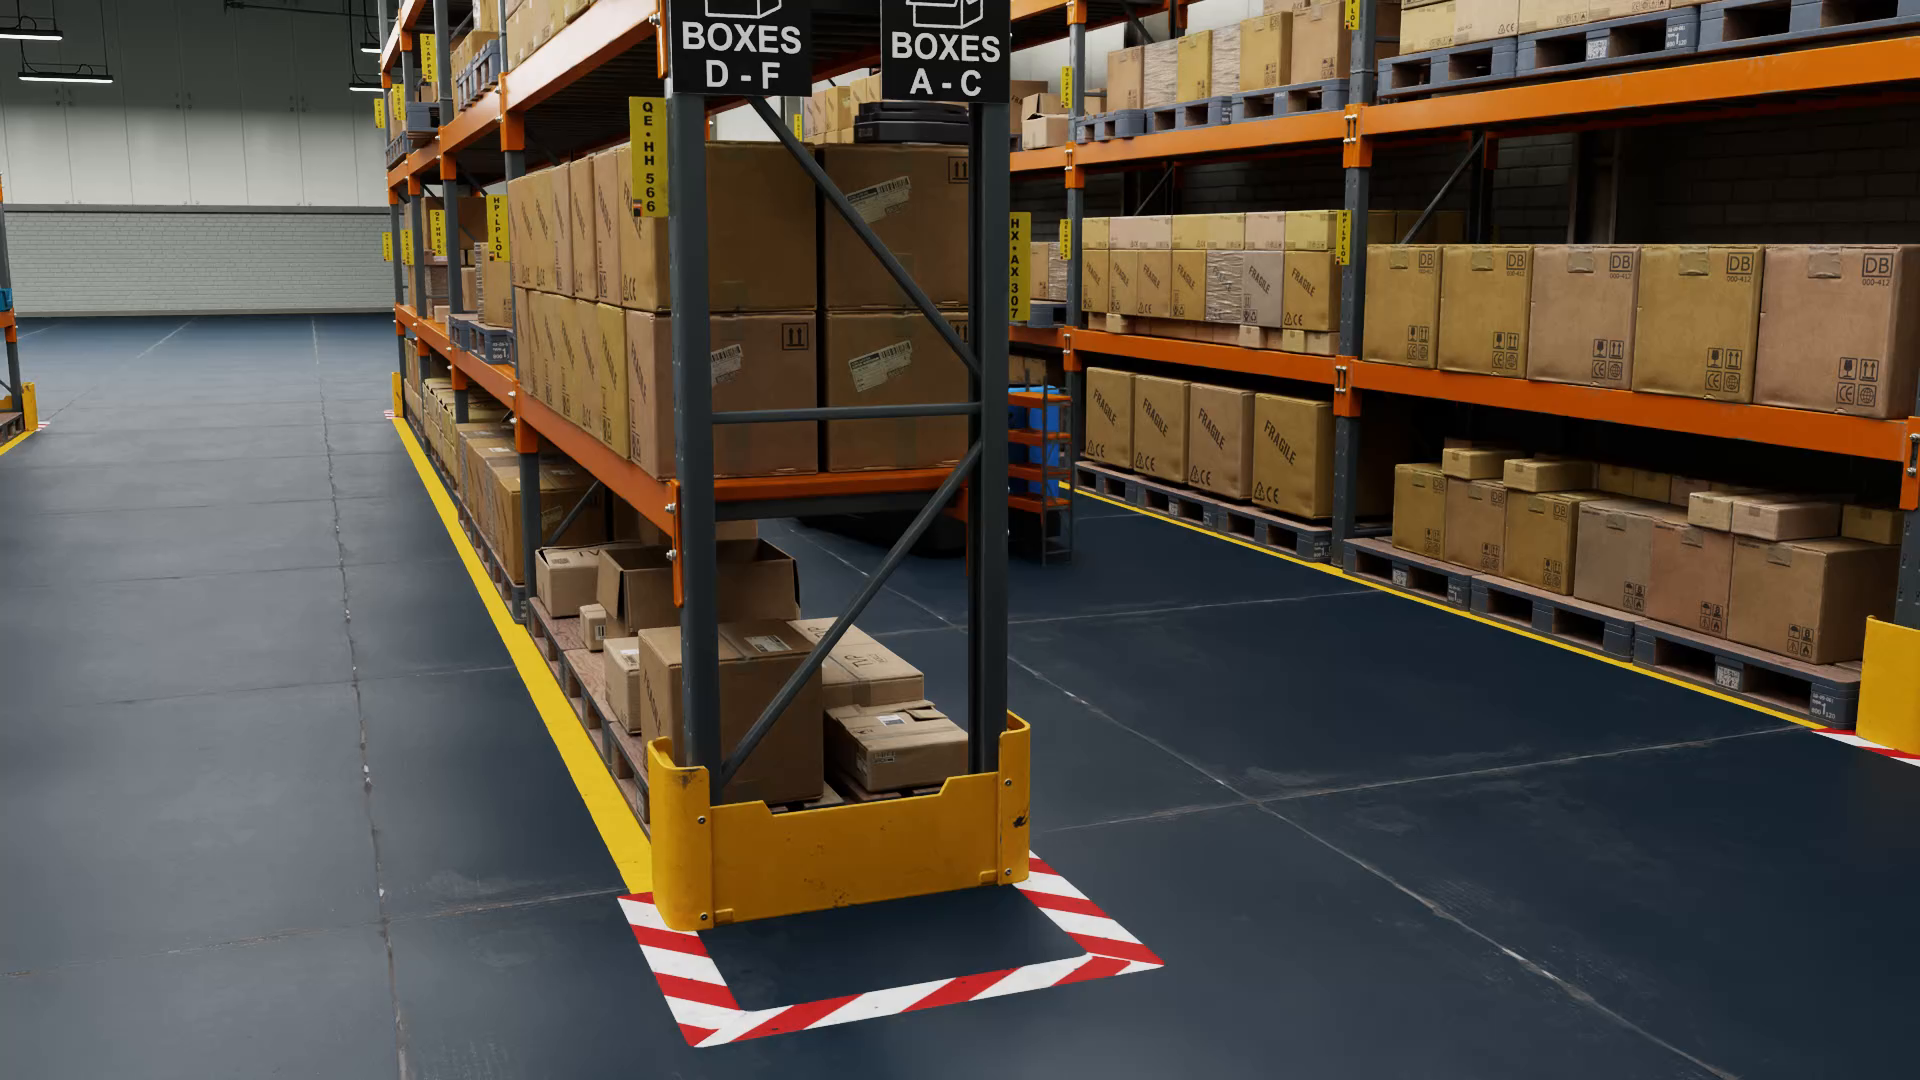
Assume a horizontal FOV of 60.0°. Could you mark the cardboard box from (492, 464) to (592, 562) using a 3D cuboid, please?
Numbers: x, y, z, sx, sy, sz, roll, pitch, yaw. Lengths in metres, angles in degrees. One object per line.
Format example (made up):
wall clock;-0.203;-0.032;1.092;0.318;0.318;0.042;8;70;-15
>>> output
cardboard box;-2.405;-0.151;9.586;0.500;0.500;0.500;-4;11;-21

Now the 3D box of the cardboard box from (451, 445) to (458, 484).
cardboard box;-3.655;-0.598;12.869;0.500;0.250;0.500;-4;11;-20

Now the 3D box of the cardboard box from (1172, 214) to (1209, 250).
cardboard box;1.874;-2.222;12.012;0.500;0.250;0.500;-4;11;-22

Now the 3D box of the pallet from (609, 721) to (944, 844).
pallet;-0.656;0.862;5.973;1.003;0.211;1.213;-4;11;-21

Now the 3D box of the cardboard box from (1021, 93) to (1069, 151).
cardboard box;0.995;-3.744;14.989;0.797;0.503;0.637;-2;10;-13

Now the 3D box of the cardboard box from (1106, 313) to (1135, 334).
cardboard box;1.382;-1.717;13.167;0.380;0.149;0.250;-4;11;-19

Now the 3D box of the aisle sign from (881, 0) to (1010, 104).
aisle sign;-0.040;-1.656;4.742;0.394;0.787;0.004;-4;11;-21

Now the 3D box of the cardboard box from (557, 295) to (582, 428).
cardboard box;-1.304;-0.722;6.630;0.500;0.500;0.500;-4;11;-22

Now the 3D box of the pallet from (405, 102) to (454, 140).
pallet;-3.567;-3.163;12.613;1.213;0.211;1.003;-3;11;-18

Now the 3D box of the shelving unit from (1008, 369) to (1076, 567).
shelving unit;0.484;-0.470;10.636;0.258;1.200;0.503;-7;12;-33

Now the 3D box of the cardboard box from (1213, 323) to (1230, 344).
cardboard box;2.022;-1.470;11.780;0.380;0.149;0.250;-4;11;-22

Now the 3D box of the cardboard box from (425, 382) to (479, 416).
cardboard box;-4.593;-1.291;15.165;0.500;0.311;0.500;-4;11;-22

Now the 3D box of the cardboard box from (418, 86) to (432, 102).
cardboard box;-5.166;-4.408;17.175;0.797;0.503;0.637;-3;10;-15

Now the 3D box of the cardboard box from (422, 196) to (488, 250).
cardboard box;-4.854;-3.087;16.222;0.700;0.500;0.500;-4;11;-21

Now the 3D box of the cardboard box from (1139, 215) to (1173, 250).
cardboard box;1.683;-2.305;12.478;0.500;0.250;0.500;-4;11;-21

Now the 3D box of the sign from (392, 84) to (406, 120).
sign;-5.204;-4.062;15.425;0.100;0.325;0.005;-4;11;-21

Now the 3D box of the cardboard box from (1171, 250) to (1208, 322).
cardboard box;1.872;-1.848;12.051;0.500;0.500;0.500;-4;11;-19

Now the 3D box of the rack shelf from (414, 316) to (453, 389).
rack shelf;-3.962;-1.647;14.167;1.077;0.370;4.000;-4;11;-21

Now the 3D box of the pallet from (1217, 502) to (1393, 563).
pallet;2.478;-0.085;11.294;1.003;0.211;1.213;-4;11;-21

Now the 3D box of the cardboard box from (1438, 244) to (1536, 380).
cardboard box;3.268;-1.275;9.167;0.980;0.700;0.700;-4;11;-22

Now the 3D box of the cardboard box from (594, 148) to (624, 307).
cardboard box;-0.940;-1.048;5.605;0.500;0.500;0.500;-4;11;-19

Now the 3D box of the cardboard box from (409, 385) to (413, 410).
cardboard box;-5.784;-1.569;18.326;0.500;0.250;0.500;-4;11;-21

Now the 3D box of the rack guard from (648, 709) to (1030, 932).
rack guard;-0.366;0.850;5.216;1.175;0.500;0.348;-4;11;-21

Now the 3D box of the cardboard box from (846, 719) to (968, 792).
cardboard box;-0.170;0.728;5.646;0.380;0.149;0.250;-4;11;-21

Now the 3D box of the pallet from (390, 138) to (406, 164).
pallet;-5.459;-4.097;17.575;1.003;0.211;1.213;-4;11;-21

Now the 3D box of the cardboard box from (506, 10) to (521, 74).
cardboard box;-1.842;-2.329;7.814;0.500;0.250;0.500;-4;11;-21

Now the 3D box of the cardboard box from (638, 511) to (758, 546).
cardboard box;-1.317;0.067;8.357;0.500;0.500;0.500;-4;11;-21

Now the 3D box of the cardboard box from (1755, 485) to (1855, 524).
cardboard box;3.978;-0.162;7.852;0.380;0.149;0.250;-4;11;-21

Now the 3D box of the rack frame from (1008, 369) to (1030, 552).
rack frame;0.349;-0.506;10.836;0.240;1.200;0.015;-7;12;-33

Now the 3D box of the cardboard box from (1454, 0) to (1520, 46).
cardboard box;3.004;-2.782;8.873;0.500;0.250;0.500;-4;11;-22

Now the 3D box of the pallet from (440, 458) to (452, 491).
pallet;-3.938;-0.637;14.400;1.003;0.211;1.213;-4;11;-21

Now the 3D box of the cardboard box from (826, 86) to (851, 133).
cardboard box;-1.277;-5.077;19.635;0.500;0.500;0.500;-4;11;-19

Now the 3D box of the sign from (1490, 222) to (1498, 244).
sign;3.344;-1.837;10.486;0.100;0.325;0.005;-4;11;-21

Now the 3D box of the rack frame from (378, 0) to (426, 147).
rack frame;-6.137;-5.934;19.084;1.000;3.000;0.127;-4;11;-21

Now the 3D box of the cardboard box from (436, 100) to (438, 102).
cardboard box;-4.473;-3.836;15.084;0.500;0.250;0.500;-3;10;-15

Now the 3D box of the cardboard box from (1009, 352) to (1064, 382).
cardboard box;0.729;-1.639;15.812;0.500;0.250;0.500;-4;11;-21

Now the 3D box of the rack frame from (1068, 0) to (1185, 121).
rack frame;1.378;-4.943;13.514;1.000;3.000;0.127;-4;11;-21

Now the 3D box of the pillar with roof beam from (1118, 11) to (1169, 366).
pillar with roof beam;-2.299;-4.937;13.480;9.100;9.000;0.400;-4;11;-21

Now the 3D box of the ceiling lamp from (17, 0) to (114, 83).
ceiling lamp;-21.396;-12.549;39.605;2.000;3.185;0.800;-4;11;-21

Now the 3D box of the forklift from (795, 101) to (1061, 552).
forklift;-0.553;-1.575;11.903;1.130;2.935;3.031;-7;12;-33

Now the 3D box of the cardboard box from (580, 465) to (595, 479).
cardboard box;-1.940;-0.188;9.795;0.500;0.500;0.500;-4;11;-20

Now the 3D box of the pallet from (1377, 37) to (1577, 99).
pallet;3.114;-2.635;9.360;1.003;0.211;1.213;-4;11;-21

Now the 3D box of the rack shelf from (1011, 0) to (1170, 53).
rack shelf;0.653;-4.718;15.447;1.077;0.370;4.000;-4;11;-21

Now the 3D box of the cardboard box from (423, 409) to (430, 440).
cardboard box;-4.772;-1.099;15.685;0.500;0.250;0.500;-4;11;-22

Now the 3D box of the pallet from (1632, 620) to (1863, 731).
pallet;3.914;0.564;7.649;1.003;0.211;1.213;-4;11;-21

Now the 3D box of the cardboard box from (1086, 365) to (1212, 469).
cardboard box;1.522;-1.009;13.469;0.750;0.750;0.750;-4;11;-22

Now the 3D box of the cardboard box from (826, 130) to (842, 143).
cardboard box;-1.279;-4.586;19.731;0.500;0.500;0.500;-3;11;-18

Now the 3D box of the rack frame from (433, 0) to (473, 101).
rack frame;-3.237;-4.628;11.743;1.000;3.000;0.127;-4;11;-21

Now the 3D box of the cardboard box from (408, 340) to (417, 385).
cardboard box;-5.773;-1.939;18.264;0.500;0.500;0.500;-4;11;-21

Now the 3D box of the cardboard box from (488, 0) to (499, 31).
cardboard box;-2.716;-3.455;10.571;0.500;0.500;0.500;-4;11;-21

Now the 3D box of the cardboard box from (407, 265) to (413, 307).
cardboard box;-5.979;-2.953;19.168;0.700;0.500;0.500;-4;11;-21

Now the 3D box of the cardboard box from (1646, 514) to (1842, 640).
cardboard box;3.749;0.151;7.946;0.700;0.500;0.500;-4;11;-21

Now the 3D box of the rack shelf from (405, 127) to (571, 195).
rack shelf;-3.962;-3.124;13.904;1.077;0.370;4.000;-4;11;-21

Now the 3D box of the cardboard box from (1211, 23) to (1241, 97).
cardboard box;2.227;-3.402;11.876;0.700;0.500;0.500;-4;11;-21

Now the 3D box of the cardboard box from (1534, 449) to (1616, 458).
cardboard box;3.425;-0.411;9.251;0.380;0.149;0.250;-4;11;-23
